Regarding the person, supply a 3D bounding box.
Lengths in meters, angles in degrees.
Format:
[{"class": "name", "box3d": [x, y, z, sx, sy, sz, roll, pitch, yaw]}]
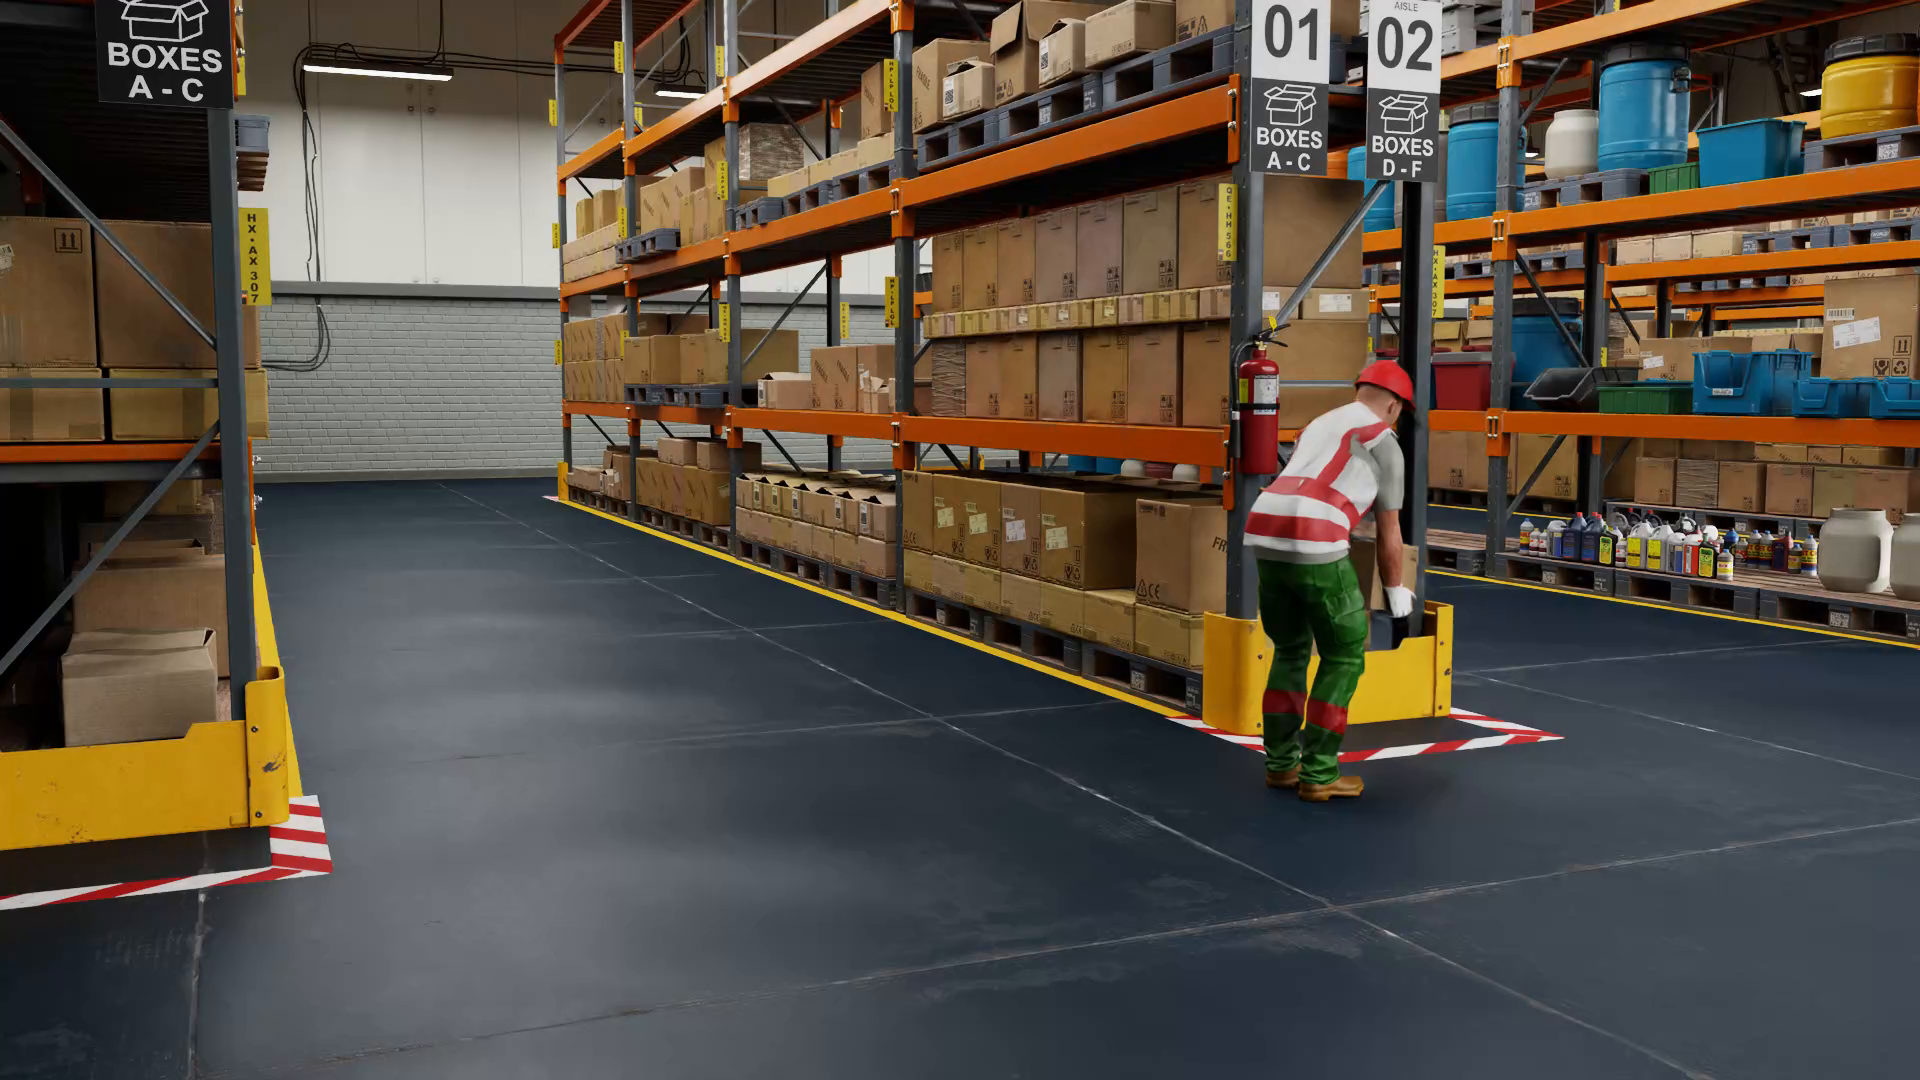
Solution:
[{"class": "person", "box3d": [1.416, 0.125, 6.224, 0.773, 1.600, 0.472, -4, 7, -37]}]
